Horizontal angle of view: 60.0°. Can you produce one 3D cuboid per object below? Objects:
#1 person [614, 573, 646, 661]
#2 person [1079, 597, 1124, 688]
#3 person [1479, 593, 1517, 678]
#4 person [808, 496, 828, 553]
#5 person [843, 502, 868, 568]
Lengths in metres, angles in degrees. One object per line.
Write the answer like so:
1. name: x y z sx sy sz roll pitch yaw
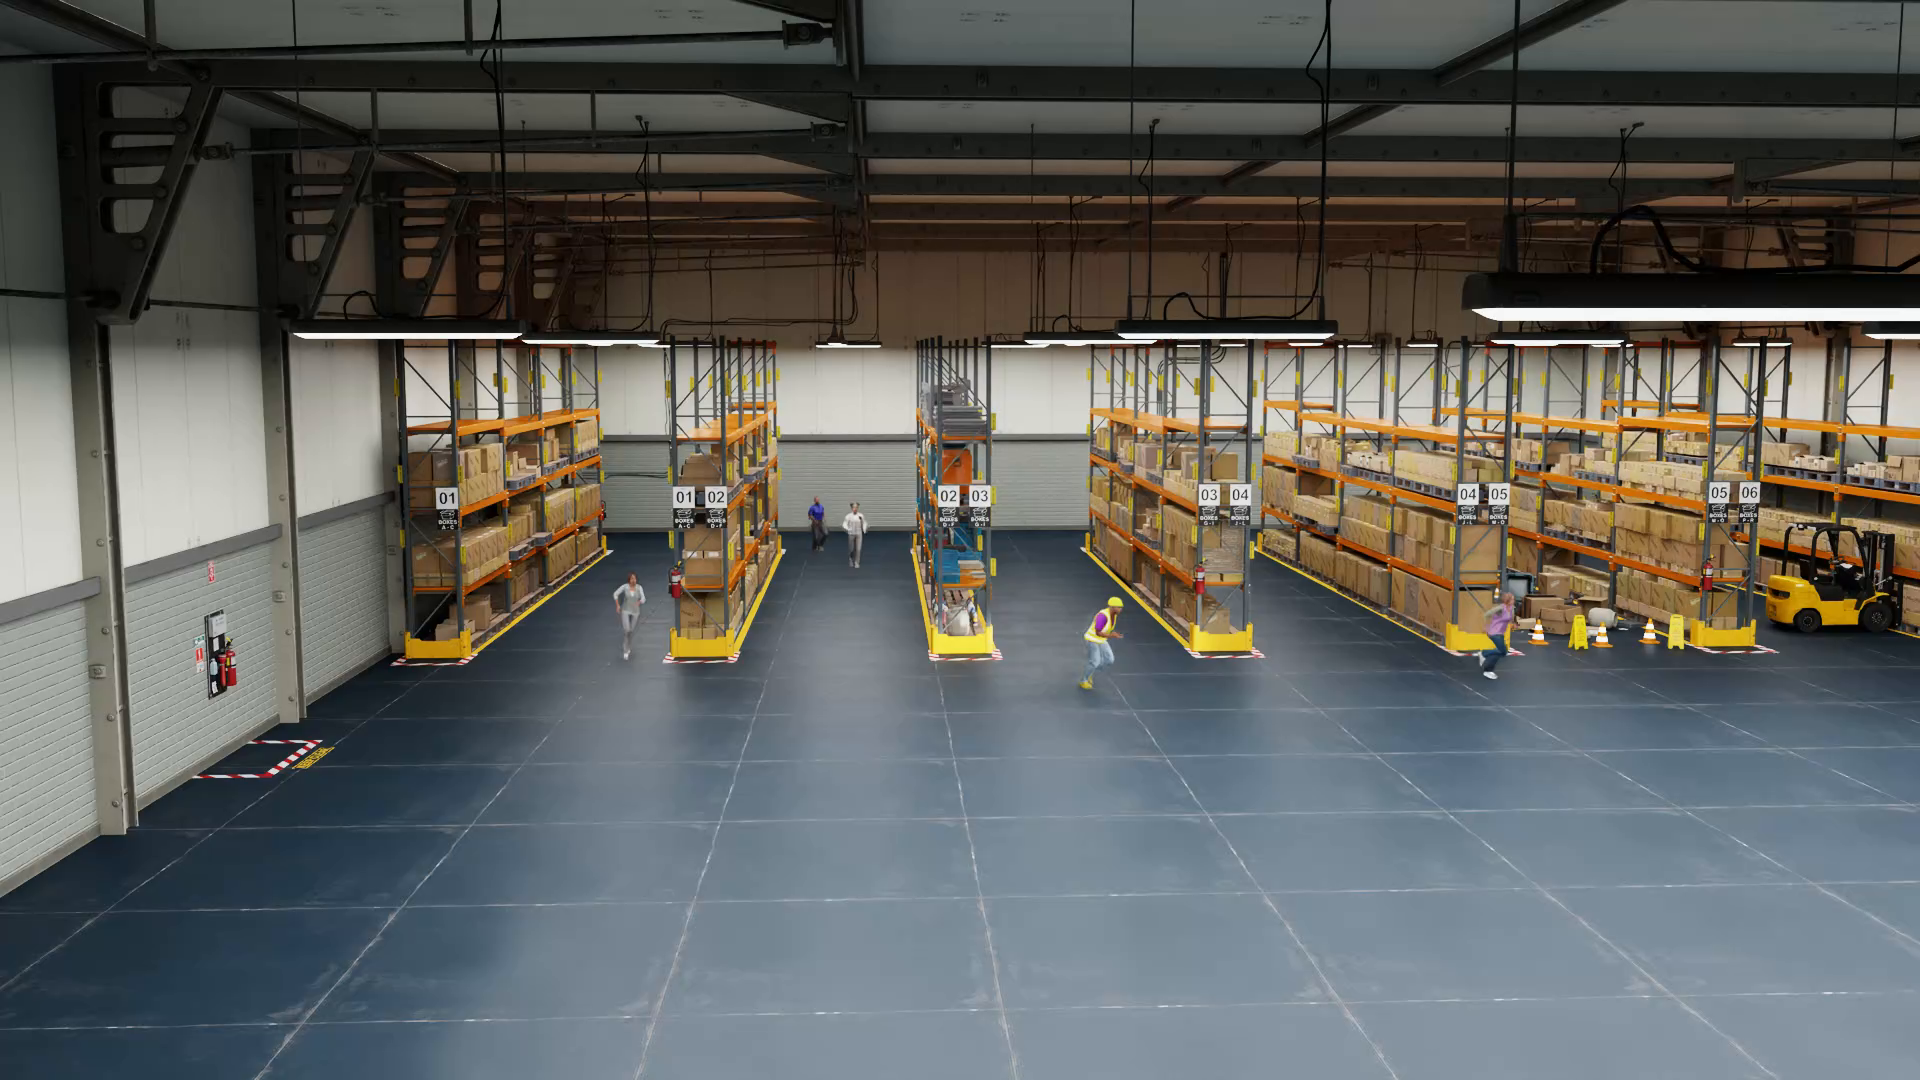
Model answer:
1. person: -6.175 1.460 31.169 0.547 1.532 0.721 -3 7 -27
2. person: 2.427 1.733 28.214 0.862 1.589 0.737 4 8 31
3. person: 9.446 1.674 29.174 0.667 1.530 0.527 6 9 41
4. person: -4.006 -0.428 47.101 0.592 1.610 0.597 -5 8 -35
5. person: -2.625 -0.128 41.877 0.625 1.661 0.665 -1 7 -9
